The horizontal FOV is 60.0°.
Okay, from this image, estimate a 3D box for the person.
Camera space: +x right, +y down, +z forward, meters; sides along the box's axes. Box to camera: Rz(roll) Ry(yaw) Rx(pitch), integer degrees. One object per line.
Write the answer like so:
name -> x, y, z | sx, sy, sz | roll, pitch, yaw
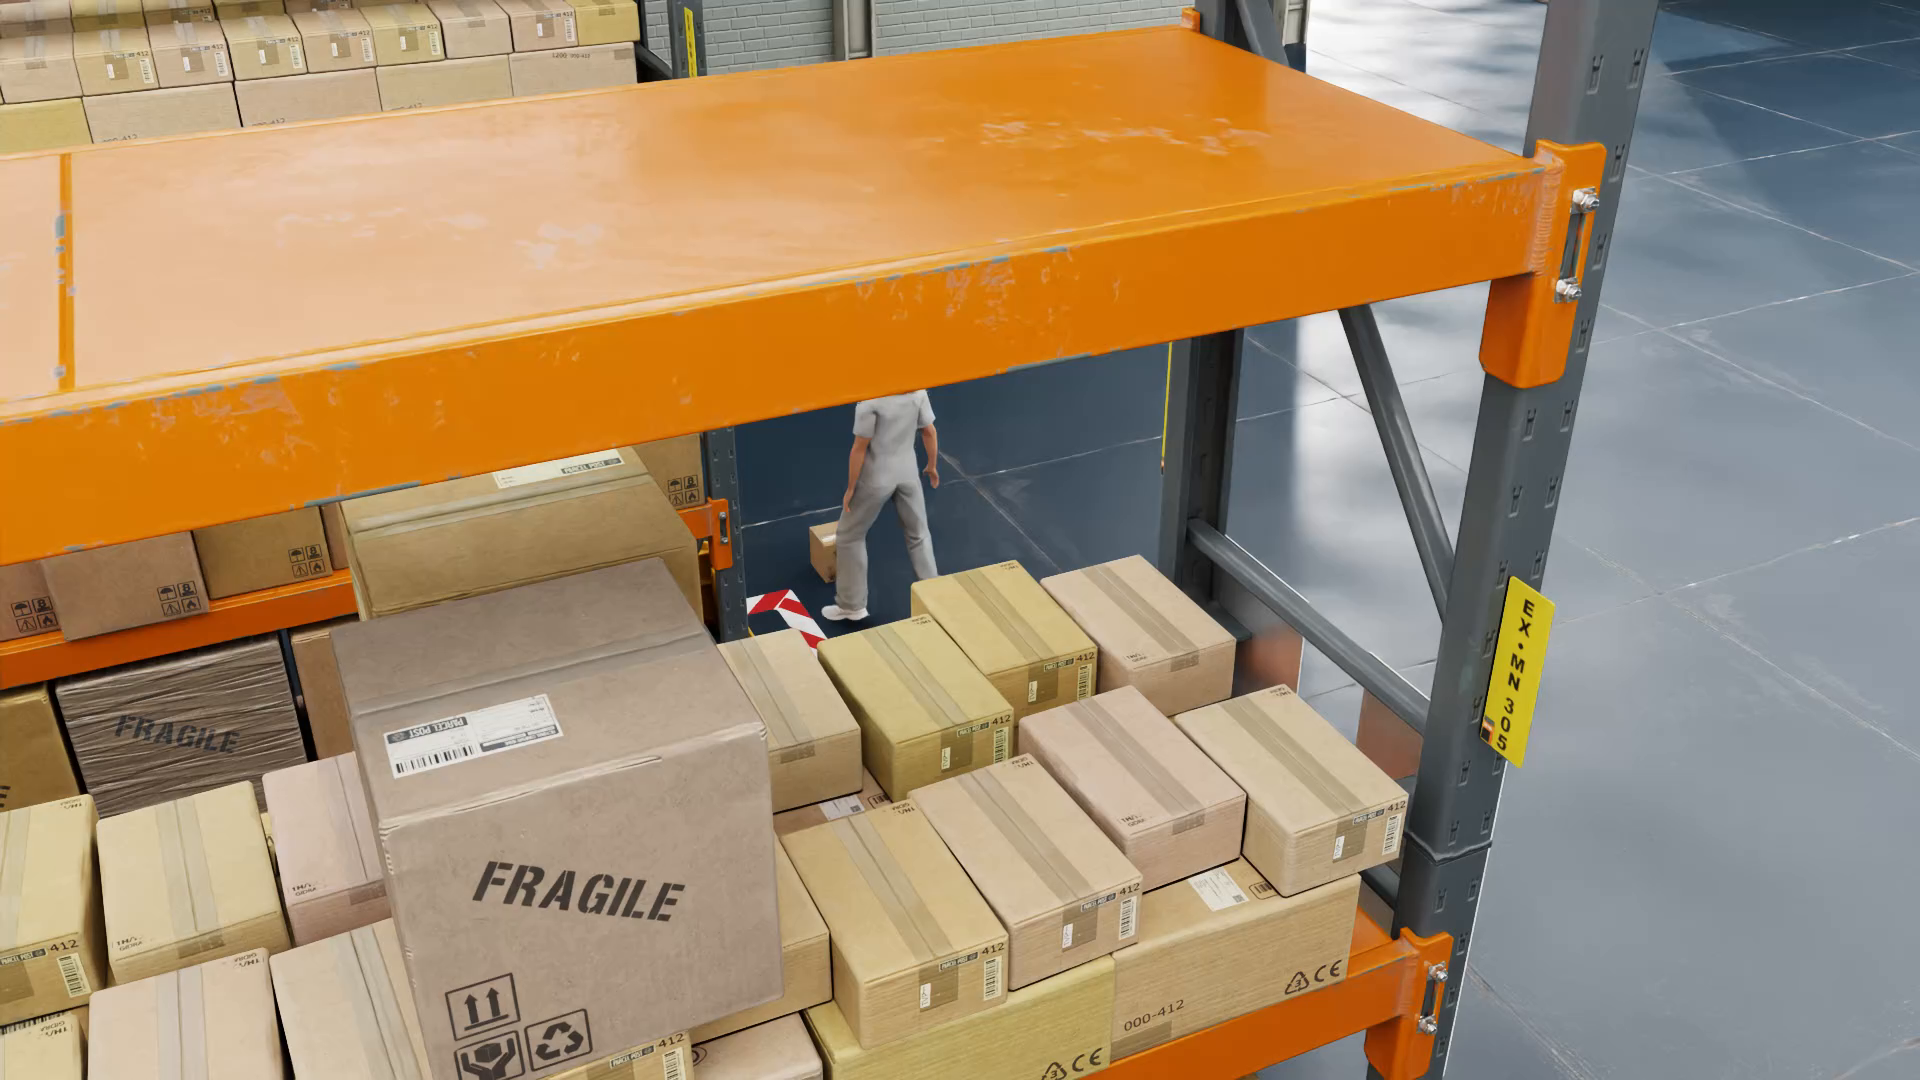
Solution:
person -> -0.386, -0.303, 8.974 | 0.680, 1.694, 0.471 | -16, 33, -26
